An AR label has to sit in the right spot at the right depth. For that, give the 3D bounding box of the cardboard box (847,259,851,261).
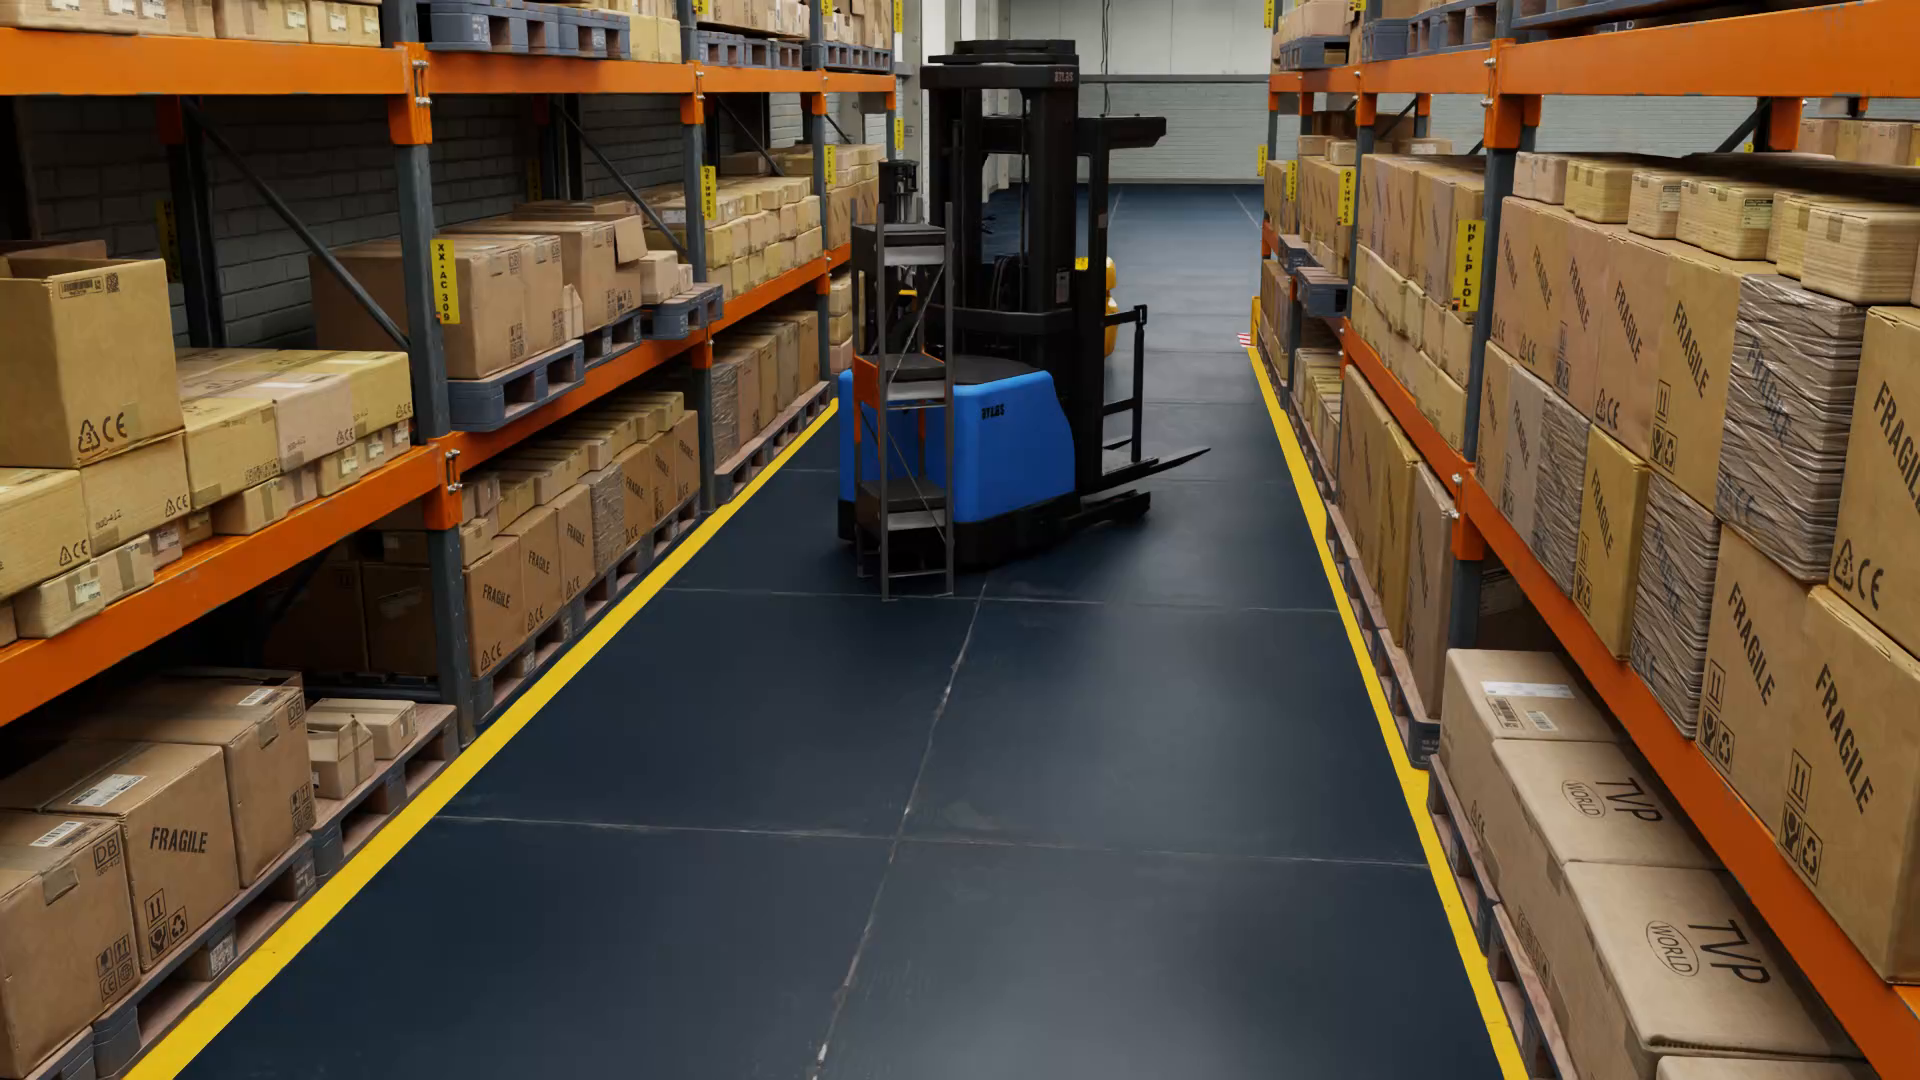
[{"bbox_3d":[-0.990,-2.811,17.360,0.500,0.250,0.500,2,15,7],"label":"cardboard box"}]

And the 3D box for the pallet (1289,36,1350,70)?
[{"bbox_3d":[2.996,-3.463,11.836,1.213,0.211,1.003,2,15,6],"label":"pallet"}]

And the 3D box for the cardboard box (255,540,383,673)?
[{"bbox_3d":[-2.788,0.266,7.417,0.500,0.500,0.500,2,15,6],"label":"cardboard box"}]

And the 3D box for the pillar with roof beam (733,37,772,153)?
[{"bbox_3d":[2.108,-6.330,16.331,9.100,9.000,0.400,2,15,6],"label":"pillar with roof beam"}]

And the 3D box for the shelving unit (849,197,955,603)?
[{"bbox_3d":[-0.310,-0.756,8.935,0.431,2.100,0.503,-5,16,-18],"label":"shelving unit"}]

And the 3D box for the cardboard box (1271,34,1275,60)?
[{"bbox_3d":[3.415,-4.966,16.752,0.500,0.250,0.500,1,15,5],"label":"cardboard box"}]

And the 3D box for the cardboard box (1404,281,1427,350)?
[{"bbox_3d":[2.292,-1.012,7.487,0.500,0.250,0.500,2,15,8],"label":"cardboard box"}]

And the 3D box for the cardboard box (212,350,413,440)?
[{"bbox_3d":[-2.365,-0.534,6.108,0.500,0.250,0.500,2,15,8],"label":"cardboard box"}]

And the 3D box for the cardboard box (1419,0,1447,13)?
[{"bbox_3d":[2.941,-3.093,9.104,0.797,0.503,0.637,1,15,3],"label":"cardboard box"}]

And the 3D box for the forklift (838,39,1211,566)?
[{"bbox_3d":[0.573,-1.592,10.435,1.130,2.935,3.031,12,19,36],"label":"forklift"}]

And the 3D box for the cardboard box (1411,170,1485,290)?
[{"bbox_3d":[2.311,-1.377,7.399,0.500,0.500,0.500,2,15,8],"label":"cardboard box"}]

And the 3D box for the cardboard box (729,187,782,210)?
[{"bbox_3d":[-1.533,-2.540,12.375,0.380,0.149,0.250,1,15,5],"label":"cardboard box"}]

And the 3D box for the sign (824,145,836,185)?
[{"bbox_3d":[-1.107,-3.184,14.125,0.100,0.325,0.005,2,15,6],"label":"sign"}]

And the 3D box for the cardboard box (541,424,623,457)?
[{"bbox_3d":[-2.079,-0.543,9.164,0.380,0.149,0.250,1,15,5],"label":"cardboard box"}]

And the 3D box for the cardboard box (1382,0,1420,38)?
[{"bbox_3d":[2.951,-3.236,10.446,0.700,0.500,0.500,2,15,6],"label":"cardboard box"}]

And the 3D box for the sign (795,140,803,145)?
[{"bbox_3d":[-1.747,-4.189,18.096,0.100,0.325,0.005,2,15,6],"label":"sign"}]

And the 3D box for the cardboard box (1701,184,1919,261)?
[{"bbox_3d":[1.862,-0.695,3.637,0.380,0.149,0.250,2,15,8],"label":"cardboard box"}]

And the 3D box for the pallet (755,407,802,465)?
[{"bbox_3d":[-1.827,-0.821,12.796,1.003,0.211,1.213,2,15,6],"label":"pallet"}]

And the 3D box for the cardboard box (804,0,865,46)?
[{"bbox_3d":[-1.323,-4.928,15.700,0.797,0.503,0.637,2,15,8],"label":"cardboard box"}]

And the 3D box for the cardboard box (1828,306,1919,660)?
[{"bbox_3d":[1.749,-0.083,2.614,0.500,0.500,0.500,2,15,8],"label":"cardboard box"}]

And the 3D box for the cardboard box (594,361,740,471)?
[{"bbox_3d":[-2.015,-0.857,11.331,0.875,0.625,0.625,2,15,8],"label":"cardboard box"}]

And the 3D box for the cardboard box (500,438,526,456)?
[{"bbox_3d":[-2.560,-0.486,8.954,0.380,0.149,0.250,2,15,7],"label":"cardboard box"}]

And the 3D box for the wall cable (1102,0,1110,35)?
[{"bbox_3d":[5.550,-15.822,47.708,3.097,2.526,0.112,2,15,6],"label":"wall cable"}]

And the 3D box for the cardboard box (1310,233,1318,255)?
[{"bbox_3d":[2.734,-2.142,12.014,0.380,0.149,0.250,2,15,8],"label":"cardboard box"}]

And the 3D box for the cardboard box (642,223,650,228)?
[{"bbox_3d":[-2.324,-1.933,10.895,0.500,0.250,0.500,2,15,8],"label":"cardboard box"}]

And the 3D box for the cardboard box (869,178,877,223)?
[{"bbox_3d":[-1.116,-3.360,16.651,0.500,0.500,0.500,1,15,5],"label":"cardboard box"}]

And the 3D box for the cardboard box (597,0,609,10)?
[{"bbox_3d":[-2.065,-2.846,8.716,0.380,0.149,0.250,2,15,7],"label":"cardboard box"}]

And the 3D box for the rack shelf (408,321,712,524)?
[{"bbox_3d":[-2.324,-0.774,8.655,1.077,0.370,4.000,2,15,6],"label":"rack shelf"}]

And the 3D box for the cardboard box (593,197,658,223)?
[{"bbox_3d":[-2.255,-2.228,11.221,0.380,0.149,0.250,2,15,6],"label":"cardboard box"}]

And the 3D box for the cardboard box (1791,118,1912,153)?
[{"bbox_3d":[8.616,-3.803,16.124,0.875,0.550,0.550,2,15,6],"label":"cardboard box"}]

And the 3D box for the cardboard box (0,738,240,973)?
[{"bbox_3d":[-2.544,0.929,4.966,0.500,0.500,0.500,2,15,7],"label":"cardboard box"}]

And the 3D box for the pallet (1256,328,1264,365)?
[{"bbox_3d":[3.601,-1.994,17.131,1.003,0.211,1.213,2,15,6],"label":"pallet"}]

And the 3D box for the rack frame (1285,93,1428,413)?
[{"bbox_3d":[3.285,-2.532,13.779,1.000,3.000,0.127,2,15,6],"label":"rack frame"}]

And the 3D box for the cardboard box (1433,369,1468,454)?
[{"bbox_3d":[2.183,-0.508,6.583,0.500,0.250,0.500,1,15,5],"label":"cardboard box"}]

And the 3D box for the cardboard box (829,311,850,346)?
[{"bbox_3d":[-1.286,-1.910,14.985,0.500,0.250,0.500,2,15,6],"label":"cardboard box"}]

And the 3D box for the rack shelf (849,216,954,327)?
[{"bbox_3d":[-0.311,-1.419,8.756,0.431,0.518,0.480,-5,16,-18],"label":"rack shelf"}]

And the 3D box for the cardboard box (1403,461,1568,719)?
[{"bbox_3d":[2.373,0.203,6.932,0.875,0.875,0.875,2,15,8],"label":"cardboard box"}]

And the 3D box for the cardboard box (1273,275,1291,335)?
[{"bbox_3d":[3.197,-2.195,15.559,0.500,0.500,0.500,3,15,9],"label":"cardboard box"}]

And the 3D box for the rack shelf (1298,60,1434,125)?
[{"bbox_3d":[3.060,-3.114,11.563,1.077,0.370,4.000,2,15,6],"label":"rack shelf"}]

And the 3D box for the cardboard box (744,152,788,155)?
[{"bbox_3d":[-1.810,-3.540,15.504,0.380,0.149,0.250,1,15,5],"label":"cardboard box"}]

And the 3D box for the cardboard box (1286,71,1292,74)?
[{"bbox_3d":[3.245,-4.415,15.477,0.380,0.149,0.250,1,15,5],"label":"cardboard box"}]

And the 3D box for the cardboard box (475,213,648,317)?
[{"bbox_3d":[-2.099,-1.463,8.825,0.797,0.503,0.637,1,15,5],"label":"cardboard box"}]

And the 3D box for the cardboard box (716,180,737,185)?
[{"bbox_3d":[-2.011,-2.821,13.413,0.380,0.149,0.250,2,15,6],"label":"cardboard box"}]

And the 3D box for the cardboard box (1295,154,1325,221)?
[{"bbox_3d":[2.947,-2.813,13.254,0.500,0.500,0.500,2,15,8],"label":"cardboard box"}]

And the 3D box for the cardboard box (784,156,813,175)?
[{"bbox_3d":[-1.316,-3.256,14.453,0.380,0.149,0.250,2,15,7],"label":"cardboard box"}]

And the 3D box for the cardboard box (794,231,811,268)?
[{"bbox_3d":[-1.495,-2.336,13.341,0.500,0.250,0.500,2,15,6],"label":"cardboard box"}]

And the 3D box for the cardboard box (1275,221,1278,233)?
[{"bbox_3d":[3.297,-3.101,16.366,0.380,0.149,0.250,2,15,8],"label":"cardboard box"}]

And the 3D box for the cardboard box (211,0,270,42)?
[{"bbox_3d":[-2.399,-1.631,5.181,0.380,0.149,0.250,2,15,6],"label":"cardboard box"}]

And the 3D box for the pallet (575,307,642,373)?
[{"bbox_3d":[-2.313,-1.042,8.639,1.003,0.211,1.213,2,15,6],"label":"pallet"}]

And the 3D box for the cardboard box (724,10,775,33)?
[{"bbox_3d":[-1.557,-3.761,12.062,0.380,0.149,0.250,2,15,6],"label":"cardboard box"}]

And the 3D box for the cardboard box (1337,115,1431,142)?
[{"bbox_3d":[3.550,-3.314,13.995,0.700,0.500,0.500,2,15,6],"label":"cardboard box"}]

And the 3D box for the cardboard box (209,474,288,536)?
[{"bbox_3d":[-2.406,-0.120,5.341,0.380,0.149,0.250,1,15,5],"label":"cardboard box"}]

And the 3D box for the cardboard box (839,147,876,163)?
[{"bbox_3d":[-1.048,-3.854,16.663,0.380,0.149,0.250,2,15,8],"label":"cardboard box"}]

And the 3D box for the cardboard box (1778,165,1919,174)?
[{"bbox_3d":[2.485,-0.950,4.579,0.380,0.149,0.250,2,15,6],"label":"cardboard box"}]

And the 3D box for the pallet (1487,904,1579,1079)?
[{"bbox_3d":[2.084,1.401,4.575,1.003,0.211,1.213,2,15,6],"label":"pallet"}]
